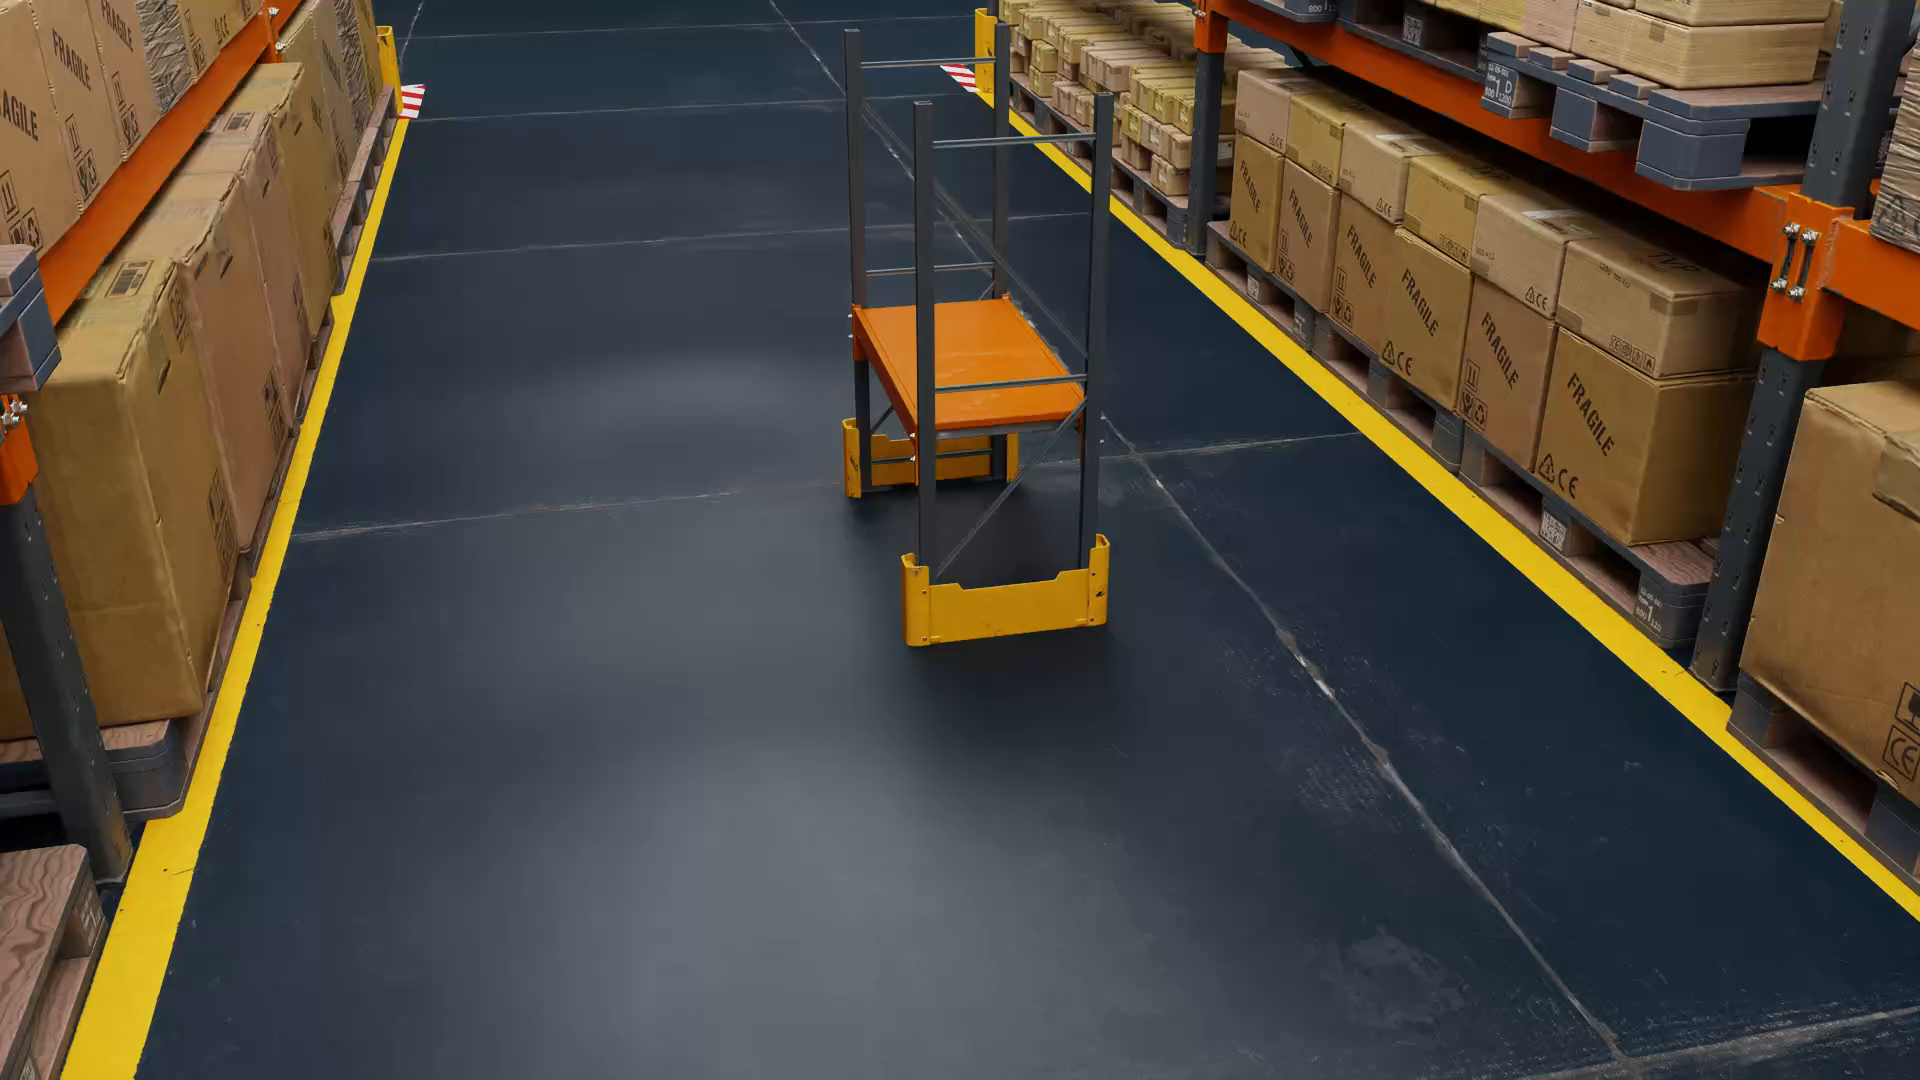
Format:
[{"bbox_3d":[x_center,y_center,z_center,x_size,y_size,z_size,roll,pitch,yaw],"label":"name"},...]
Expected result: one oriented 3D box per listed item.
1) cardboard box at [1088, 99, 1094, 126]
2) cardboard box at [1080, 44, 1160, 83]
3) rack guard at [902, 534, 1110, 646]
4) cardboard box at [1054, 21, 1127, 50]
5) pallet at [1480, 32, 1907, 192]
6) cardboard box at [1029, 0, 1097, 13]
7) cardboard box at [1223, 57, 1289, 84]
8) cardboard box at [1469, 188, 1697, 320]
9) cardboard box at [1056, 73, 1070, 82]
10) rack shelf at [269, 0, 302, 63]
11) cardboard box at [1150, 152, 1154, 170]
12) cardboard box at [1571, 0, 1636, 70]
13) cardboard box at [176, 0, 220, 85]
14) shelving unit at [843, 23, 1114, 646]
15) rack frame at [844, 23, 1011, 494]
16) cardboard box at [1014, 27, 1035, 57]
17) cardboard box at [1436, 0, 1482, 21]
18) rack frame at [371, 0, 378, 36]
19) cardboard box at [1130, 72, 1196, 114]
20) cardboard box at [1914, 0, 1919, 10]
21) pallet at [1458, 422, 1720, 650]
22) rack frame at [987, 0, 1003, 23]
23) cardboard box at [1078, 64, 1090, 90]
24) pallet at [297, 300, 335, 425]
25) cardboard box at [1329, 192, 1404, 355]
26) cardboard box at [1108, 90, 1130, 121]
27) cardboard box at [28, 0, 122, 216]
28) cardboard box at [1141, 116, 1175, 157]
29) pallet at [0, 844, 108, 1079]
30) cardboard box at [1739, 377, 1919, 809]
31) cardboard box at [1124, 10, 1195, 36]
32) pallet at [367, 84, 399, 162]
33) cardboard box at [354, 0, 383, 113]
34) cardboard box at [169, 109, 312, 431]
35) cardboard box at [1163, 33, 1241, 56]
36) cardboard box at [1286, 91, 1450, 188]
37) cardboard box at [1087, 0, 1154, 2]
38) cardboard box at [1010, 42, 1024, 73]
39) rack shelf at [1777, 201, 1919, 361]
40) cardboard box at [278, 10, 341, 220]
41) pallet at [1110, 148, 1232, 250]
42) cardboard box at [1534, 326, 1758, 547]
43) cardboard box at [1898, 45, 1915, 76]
[{"bbox_3d":[0.936,-2.385,9.344,0.380,0.149,0.250,-5,27,-11],"label":"cardboard box"},{"bbox_3d":[0.883,-2.632,9.174,0.380,0.149,0.250,-7,28,-13],"label":"cardboard box"},{"bbox_3d":[0.129,0.141,4.694,0.587,0.250,0.087,-6,27,-12],"label":"rack guard"},{"bbox_3d":[0.770,-2.973,9.849,0.380,0.149,0.250,-5,27,-10],"label":"cardboard box"},{"bbox_3d":[2.220,-1.217,4.546,1.213,0.211,1.003,-6,27,-12],"label":"pallet"},{"bbox_3d":[0.648,-3.320,10.537,0.380,0.149,0.250,-5,27,-11],"label":"cardboard box"},{"bbox_3d":[1.517,-2.455,8.822,0.380,0.149,0.250,-7,28,-13],"label":"cardboard box"},{"bbox_3d":[1.950,-0.902,5.183,0.500,0.250,0.500,-6,27,-11],"label":"cardboard box"},{"bbox_3d":[0.790,-2.725,10.017,0.380,0.149,0.250,-6,27,-11],"label":"cardboard box"},{"bbox_3d":[-3.723,-2.855,8.375,1.077,0.370,4.000,-6,27,-12],"label":"rack shelf"},{"bbox_3d":[1.185,-1.932,8.447,0.380,0.149,0.250,-5,27,-10],"label":"cardboard box"},{"bbox_3d":[1.871,-1.355,4.419,0.380,0.149,0.250,-6,27,-12],"label":"cardboard box"},{"bbox_3d":[-2.672,-1.718,5.214,0.500,0.500,0.500,-6,27,-12],"label":"cardboard box"},{"bbox_3d":[0.017,-0.636,4.846,0.587,1.500,1.083,-6,27,-12],"label":"shelving unit"},{"bbox_3d":[-0.095,-0.855,5.280,0.500,1.500,0.032,-6,27,-12],"label":"rack frame"},{"bbox_3d":[0.556,-3.179,10.586,0.380,0.149,0.250,-6,27,-12],"label":"cardboard box"},{"bbox_3d":[1.698,-1.696,5.094,0.380,0.149,0.250,-7,28,-14],"label":"cardboard box"},{"bbox_3d":[-4.174,-4.054,9.952,1.000,3.000,0.127,-6,27,-12],"label":"rack frame"},{"bbox_3d":[1.090,-2.284,8.483,0.380,0.149,0.250,-6,27,-12],"label":"cardboard box"},{"bbox_3d":[2.571,-1.442,4.260,0.380,0.149,0.250,-5,27,-9],"label":"cardboard box"},{"bbox_3d":[2.310,-0.099,5.213,1.003,0.211,1.213,-6,27,-12],"label":"pallet"},{"bbox_3d":[0.681,-4.513,10.862,1.000,3.000,0.127,-6,27,-12],"label":"rack frame"},{"bbox_3d":[0.903,-2.735,9.707,0.380,0.149,0.250,-5,27,-9],"label":"cardboard box"},{"bbox_3d":[-3.025,-0.722,6.446,1.003,0.211,1.213,-6,27,-12],"label":"pallet"},{"bbox_3d":[1.743,-1.017,6.243,0.500,0.500,0.500,-5,27,-11],"label":"cardboard box"},{"bbox_3d":[1.014,-2.374,8.992,0.380,0.149,0.250,-5,27,-10],"label":"cardboard box"},{"bbox_3d":[-2.334,-1.054,3.897,0.500,0.500,0.500,-7,28,-13],"label":"cardboard box"},{"bbox_3d":[1.129,-2.028,8.307,0.380,0.149,0.250,-7,28,-14],"label":"cardboard box"},{"bbox_3d":[-2.196,1.046,2.943,1.003,0.211,1.213,-6,27,-12],"label":"pallet"},{"bbox_3d":[2.534,0.092,3.769,1.050,0.750,0.750,-6,27,-12],"label":"cardboard box"},{"bbox_3d":[1.227,-3.150,10.199,0.380,0.149,0.250,-7,28,-14],"label":"cardboard box"},{"bbox_3d":[-3.917,-2.466,9.901,1.003,0.211,1.213,-6,27,-12],"label":"pallet"},{"bbox_3d":[-3.952,-3.020,9.796,0.875,0.875,0.875,-6,27,-12],"label":"cardboard box"},{"bbox_3d":[-2.906,-0.866,5.528,1.225,0.875,0.875,-7,28,-13],"label":"cardboard box"},{"bbox_3d":[1.380,-2.798,9.503,0.380,0.149,0.250,-6,27,-11],"label":"cardboard box"},{"bbox_3d":[1.614,-1.579,6.525,0.500,0.250,0.500,-5,27,-10],"label":"cardboard box"},{"bbox_3d":[1.047,-3.487,10.867,0.380,0.149,0.250,-6,27,-11],"label":"cardboard box"},{"bbox_3d":[0.487,-3.165,10.890,0.380,0.149,0.250,-5,27,-11],"label":"cardboard box"},{"bbox_3d":[2.935,0.198,2.327,1.077,0.370,4.000,-6,27,-12],"label":"rack shelf"},{"bbox_3d":[-3.343,-1.835,7.448,0.875,0.875,0.875,-6,27,-12],"label":"cardboard box"},{"bbox_3d":[1.397,-1.803,8.589,1.003,0.211,1.213,-6,27,-12],"label":"pallet"},{"bbox_3d":[2.081,-0.335,4.893,0.500,0.500,0.500,-6,27,-12],"label":"cardboard box"},{"bbox_3d":[2.580,-1.293,4.296,0.380,0.149,0.250,-6,27,-12],"label":"cardboard box"}]
